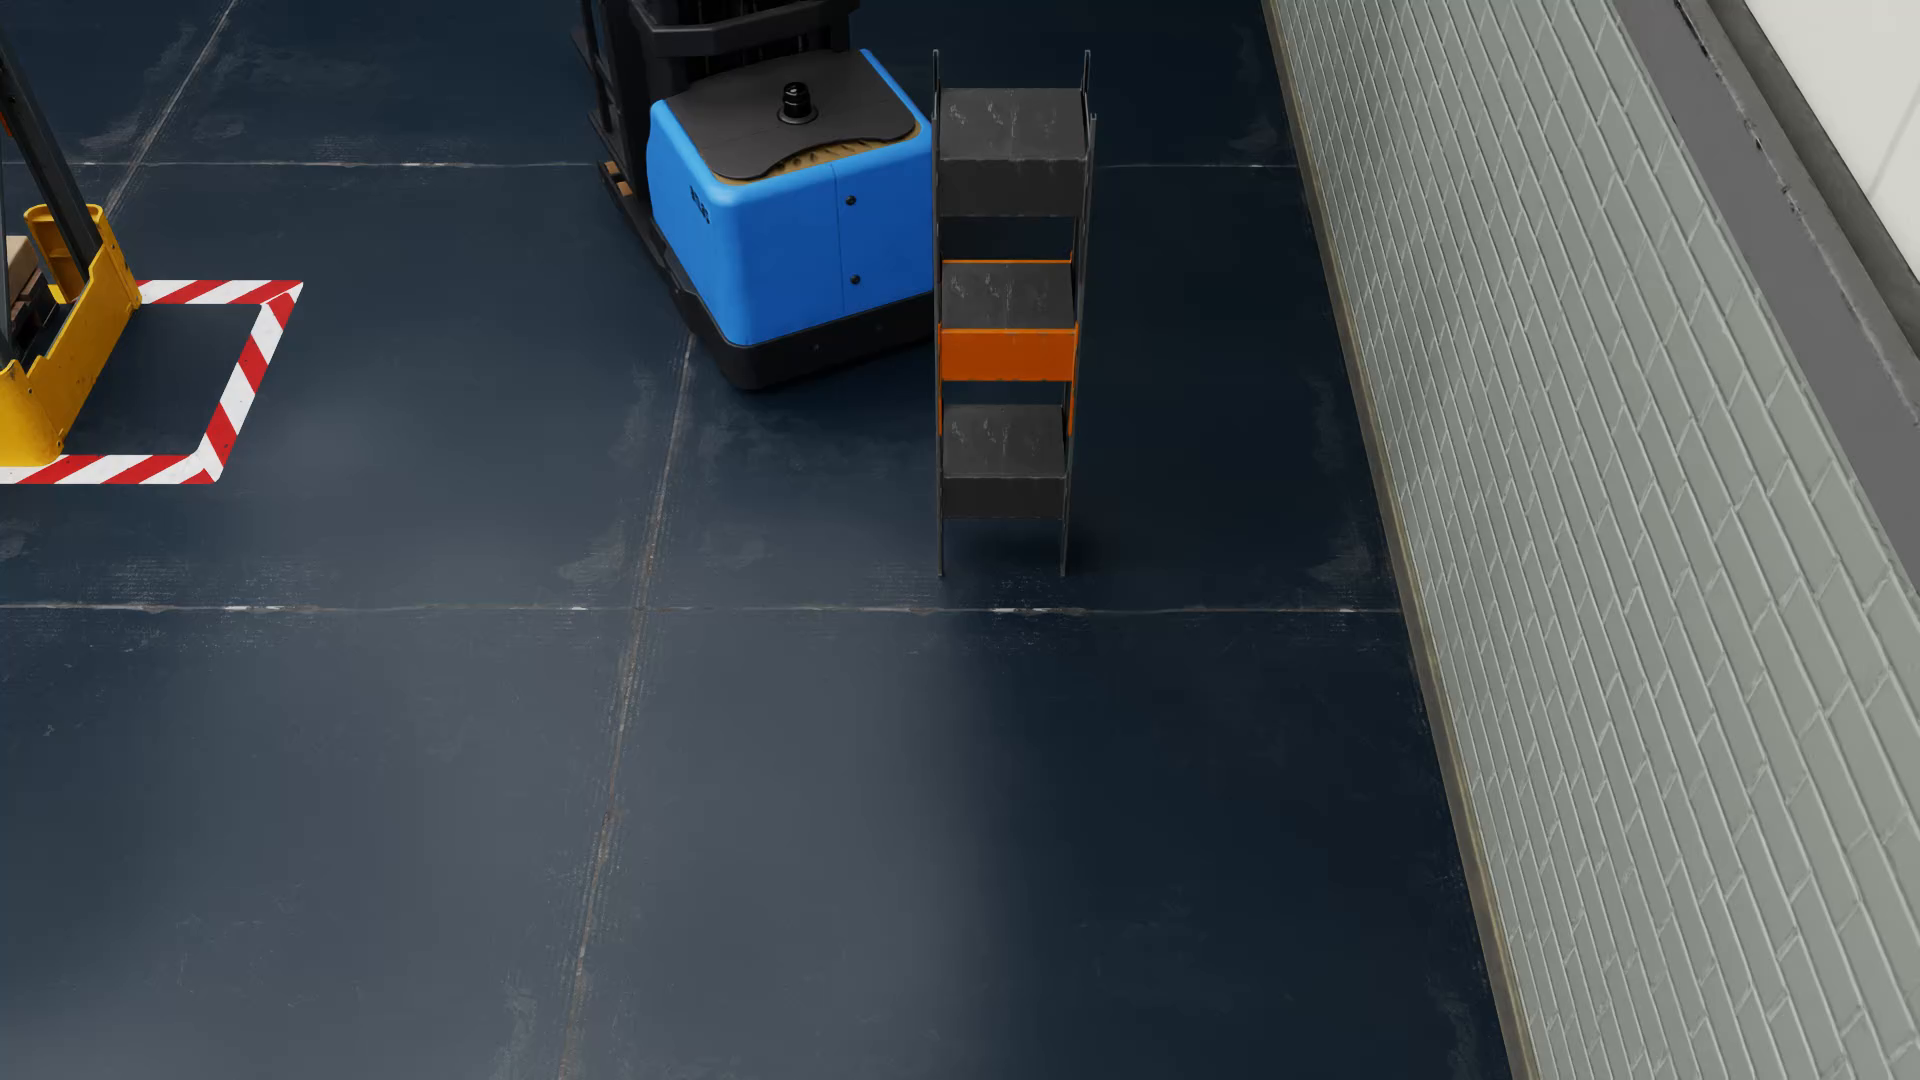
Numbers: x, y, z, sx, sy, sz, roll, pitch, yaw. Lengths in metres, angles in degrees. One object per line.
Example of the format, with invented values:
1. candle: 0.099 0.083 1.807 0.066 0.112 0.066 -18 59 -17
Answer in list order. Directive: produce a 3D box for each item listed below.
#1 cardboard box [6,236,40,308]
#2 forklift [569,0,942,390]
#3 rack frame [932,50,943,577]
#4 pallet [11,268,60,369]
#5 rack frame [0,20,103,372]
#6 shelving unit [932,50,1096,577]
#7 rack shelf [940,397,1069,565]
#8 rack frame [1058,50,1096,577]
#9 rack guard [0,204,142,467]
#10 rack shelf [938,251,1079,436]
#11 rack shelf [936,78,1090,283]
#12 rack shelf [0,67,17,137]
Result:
1. cardboard box: -4.349 -1.192 7.458 0.250 0.149 0.380 0 47 0
2. forklift: -1.160 -2.743 7.301 1.130 2.935 3.031 -20 50 -17
3. rack frame: -0.078 -0.716 5.982 0.015 2.100 0.400 0 47 0
4. pallet: -4.805 -0.812 7.362 1.213 0.211 1.003 0 47 0
5. rack frame: -3.931 -1.761 6.340 0.127 3.000 1.000 0 47 0
6. shelving unit: 0.166 -0.715 5.981 0.503 2.100 0.431 0 47 0
7. rack shelf: 0.166 -0.229 6.503 0.480 0.518 0.431 0 47 0
8. rack frame: 0.410 -0.714 5.980 0.015 2.100 0.400 0 47 0
9. rack guard: -4.007 -0.910 7.255 0.348 0.500 1.175 0 47 0
10. rack shelf: 0.166 -0.706 5.991 0.480 0.518 0.431 0 47 0
11. rack shelf: 0.166 -1.183 5.479 0.480 0.518 0.431 0 47 0
12. rack shelf: -5.931 -1.521 6.608 4.000 0.370 1.077 0 47 0
